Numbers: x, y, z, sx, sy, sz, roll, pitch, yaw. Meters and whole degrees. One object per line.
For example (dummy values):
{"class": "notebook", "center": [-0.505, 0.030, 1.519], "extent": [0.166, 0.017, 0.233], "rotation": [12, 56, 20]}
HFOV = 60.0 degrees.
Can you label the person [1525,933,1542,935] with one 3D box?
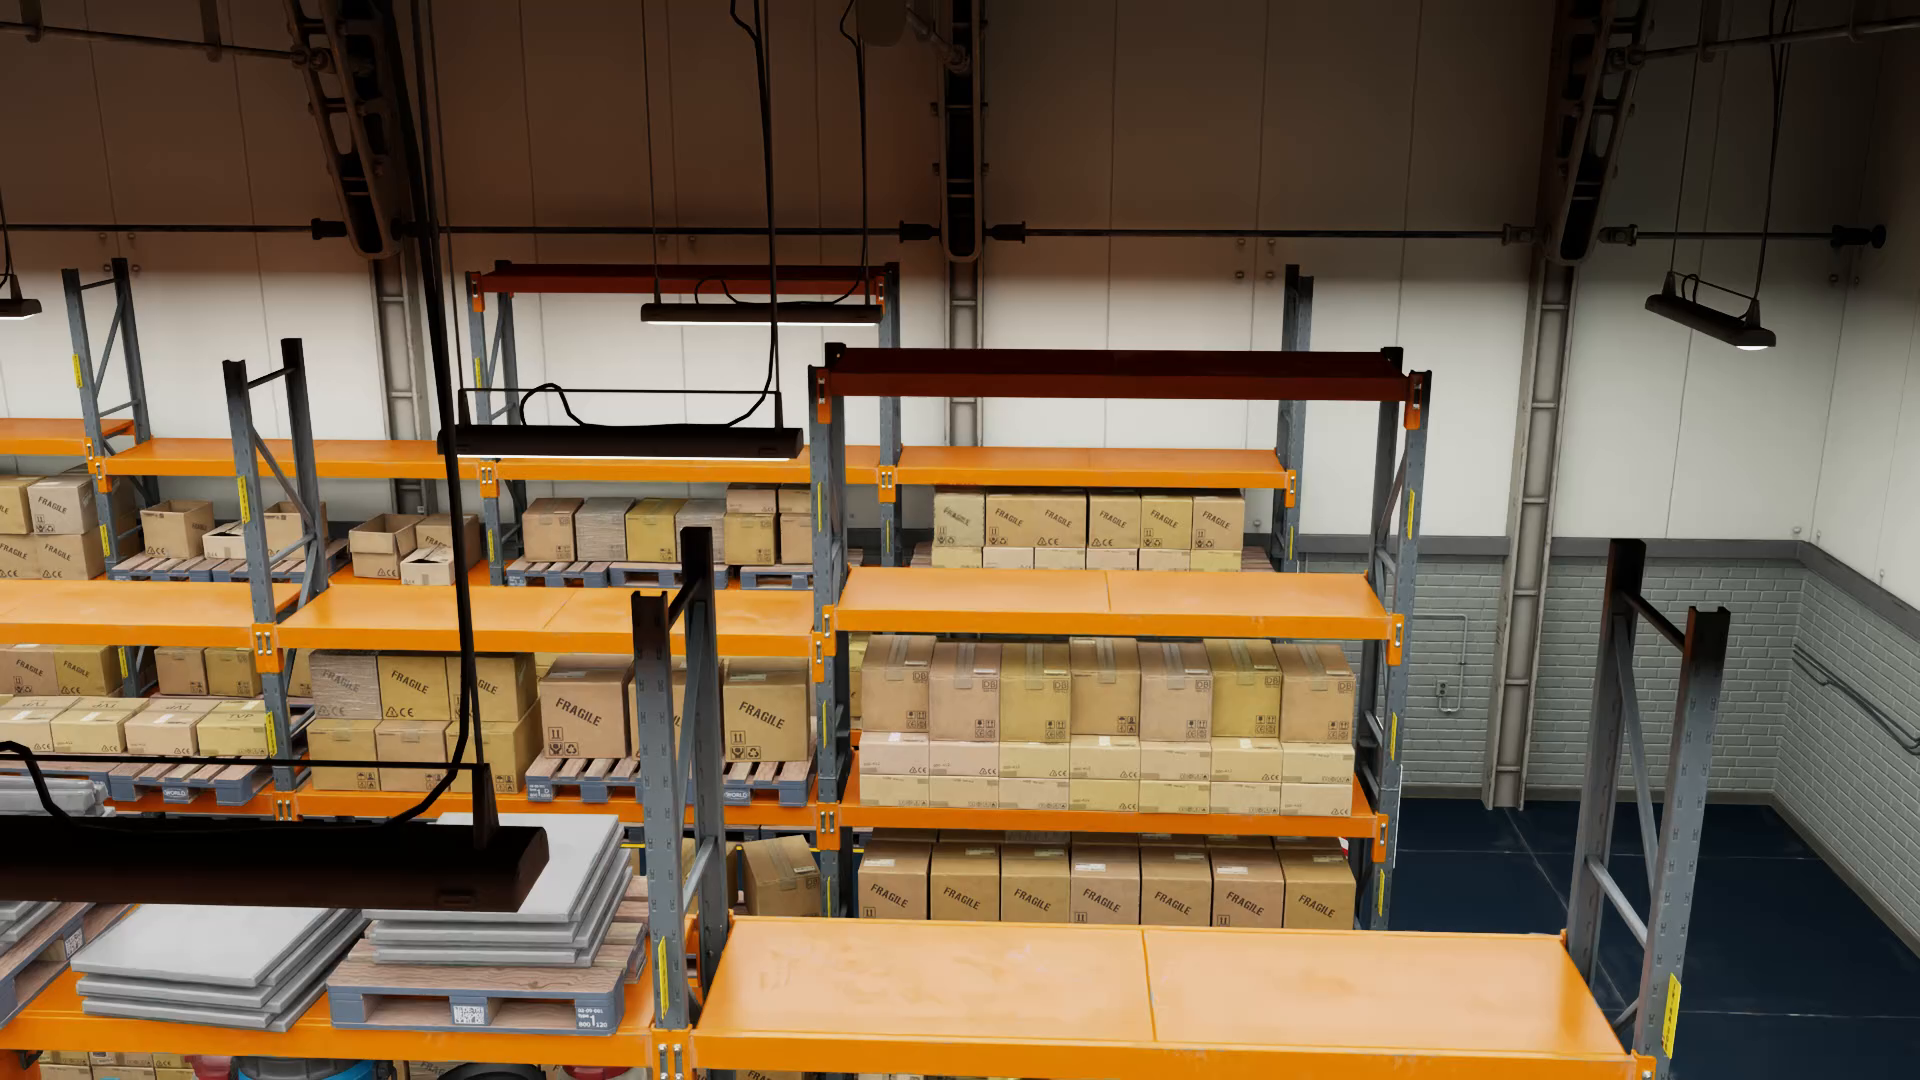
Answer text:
{"class": "person", "center": [4.425, 3.767, 12.850], "extent": [0.430, 1.554, 1.042], "rotation": [12, 20, 36]}
